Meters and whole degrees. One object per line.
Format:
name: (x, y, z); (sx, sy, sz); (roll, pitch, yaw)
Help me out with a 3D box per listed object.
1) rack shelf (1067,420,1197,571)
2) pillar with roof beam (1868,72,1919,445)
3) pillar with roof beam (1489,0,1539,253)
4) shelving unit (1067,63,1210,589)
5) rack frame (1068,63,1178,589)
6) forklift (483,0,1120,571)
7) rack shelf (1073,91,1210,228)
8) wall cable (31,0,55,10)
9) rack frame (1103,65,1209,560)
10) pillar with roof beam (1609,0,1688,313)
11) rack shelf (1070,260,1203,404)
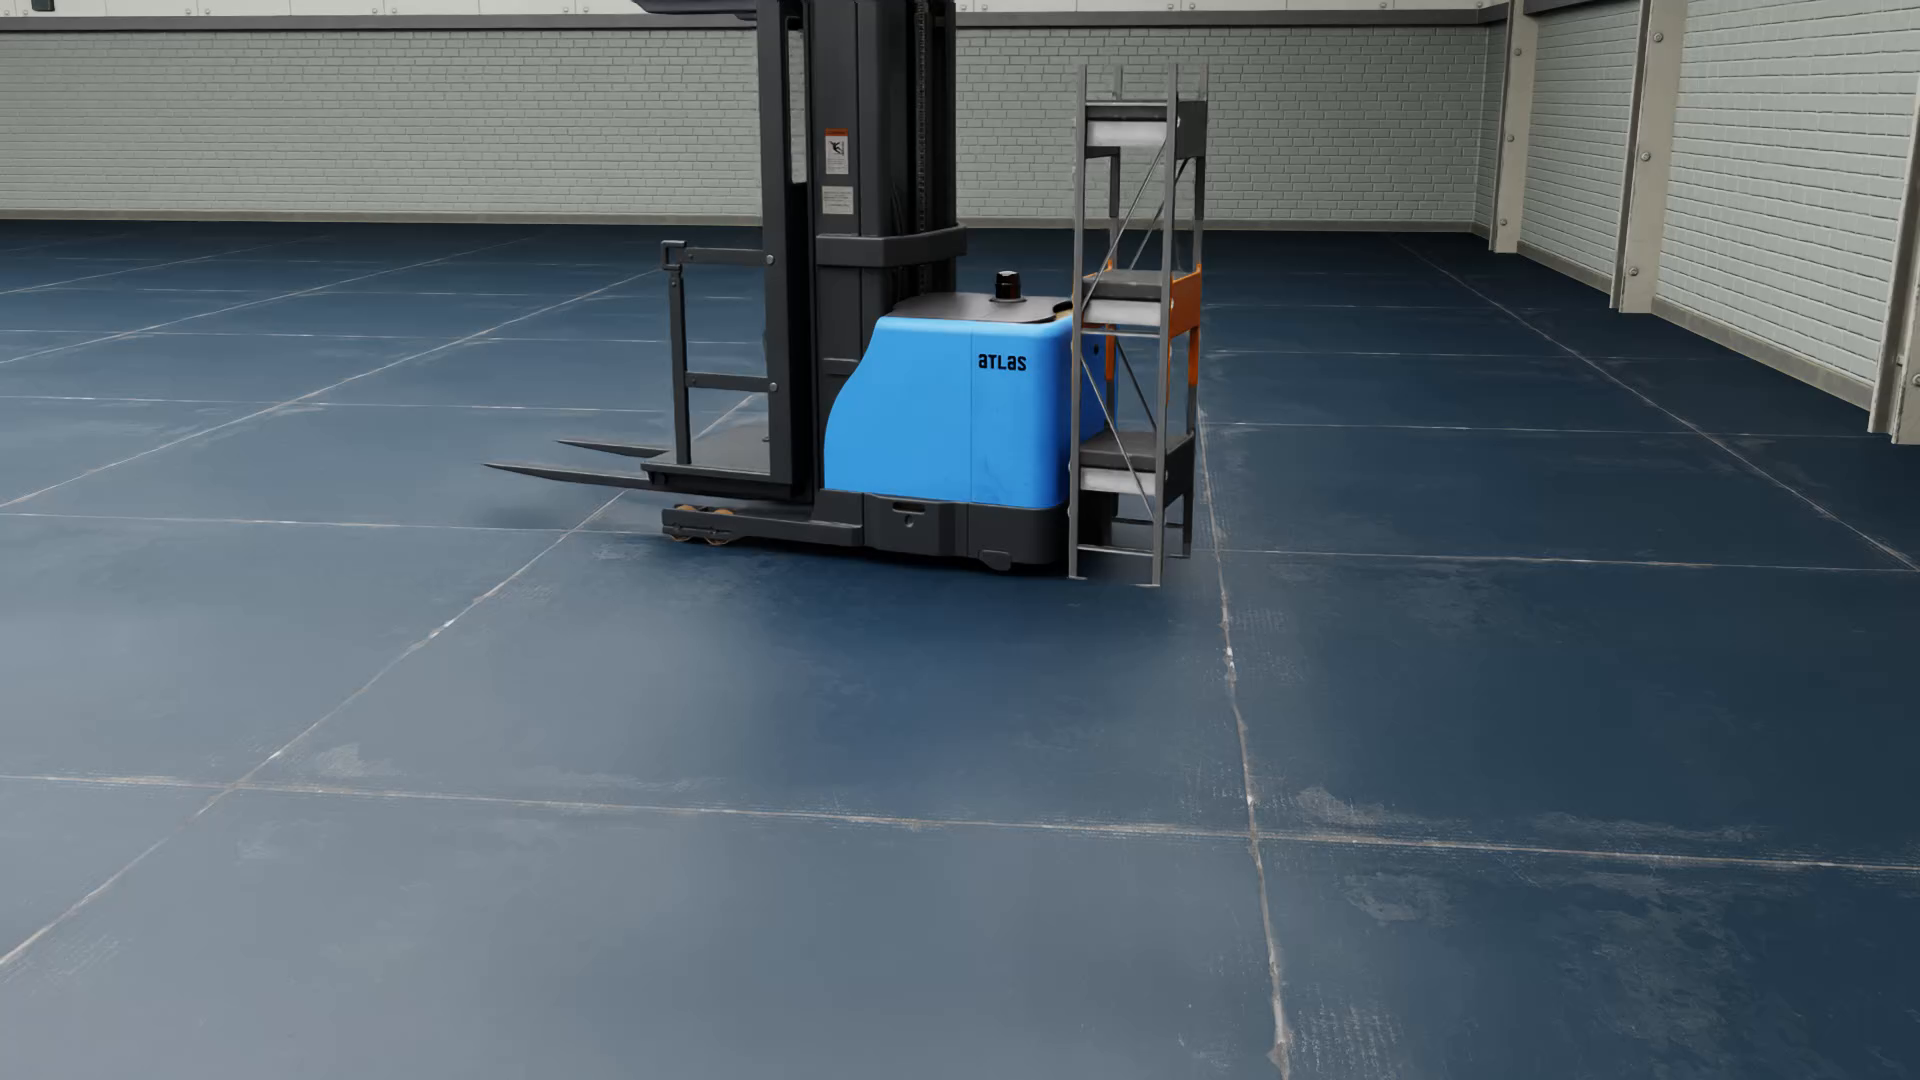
rack shelf: (0.739, -0.200, 7.114); (0.431, 0.518, 0.480); (6, 16, 21)
pillar with roof beam: (1.375, -5.080, 9.210); (9.100, 9.000, 0.400); (2, 15, 6)
pillar with roof beam: (2.729, -8.192, 20.720); (9.100, 9.000, 0.400); (2, 15, 6)
shelving unit: (0.739, -0.889, 6.928); (0.431, 2.100, 0.503); (6, 16, 21)
rack frame: (0.648, -0.830, 6.709); (0.400, 2.100, 0.015); (6, 16, 21)
forklift: (-0.824, -1.508, 7.622); (3.031, 2.935, 1.130); (6, 16, 21)
rack shelf: (0.739, -1.552, 6.748); (0.431, 0.518, 0.480); (6, 16, 21)
wall cable: (-13.215, -11.077, 24.871); (2.305, 6.003, 0.169); (2, 15, 6)
rack frame: (0.830, -0.948, 7.146); (0.400, 2.100, 0.015); (6, 16, 21)
pillar with roof beam: (2.052, -6.636, 14.965); (9.100, 9.000, 0.400); (2, 15, 6)
rack shelf: (0.739, -0.876, 6.931); (0.431, 0.518, 0.480); (6, 16, 21)
